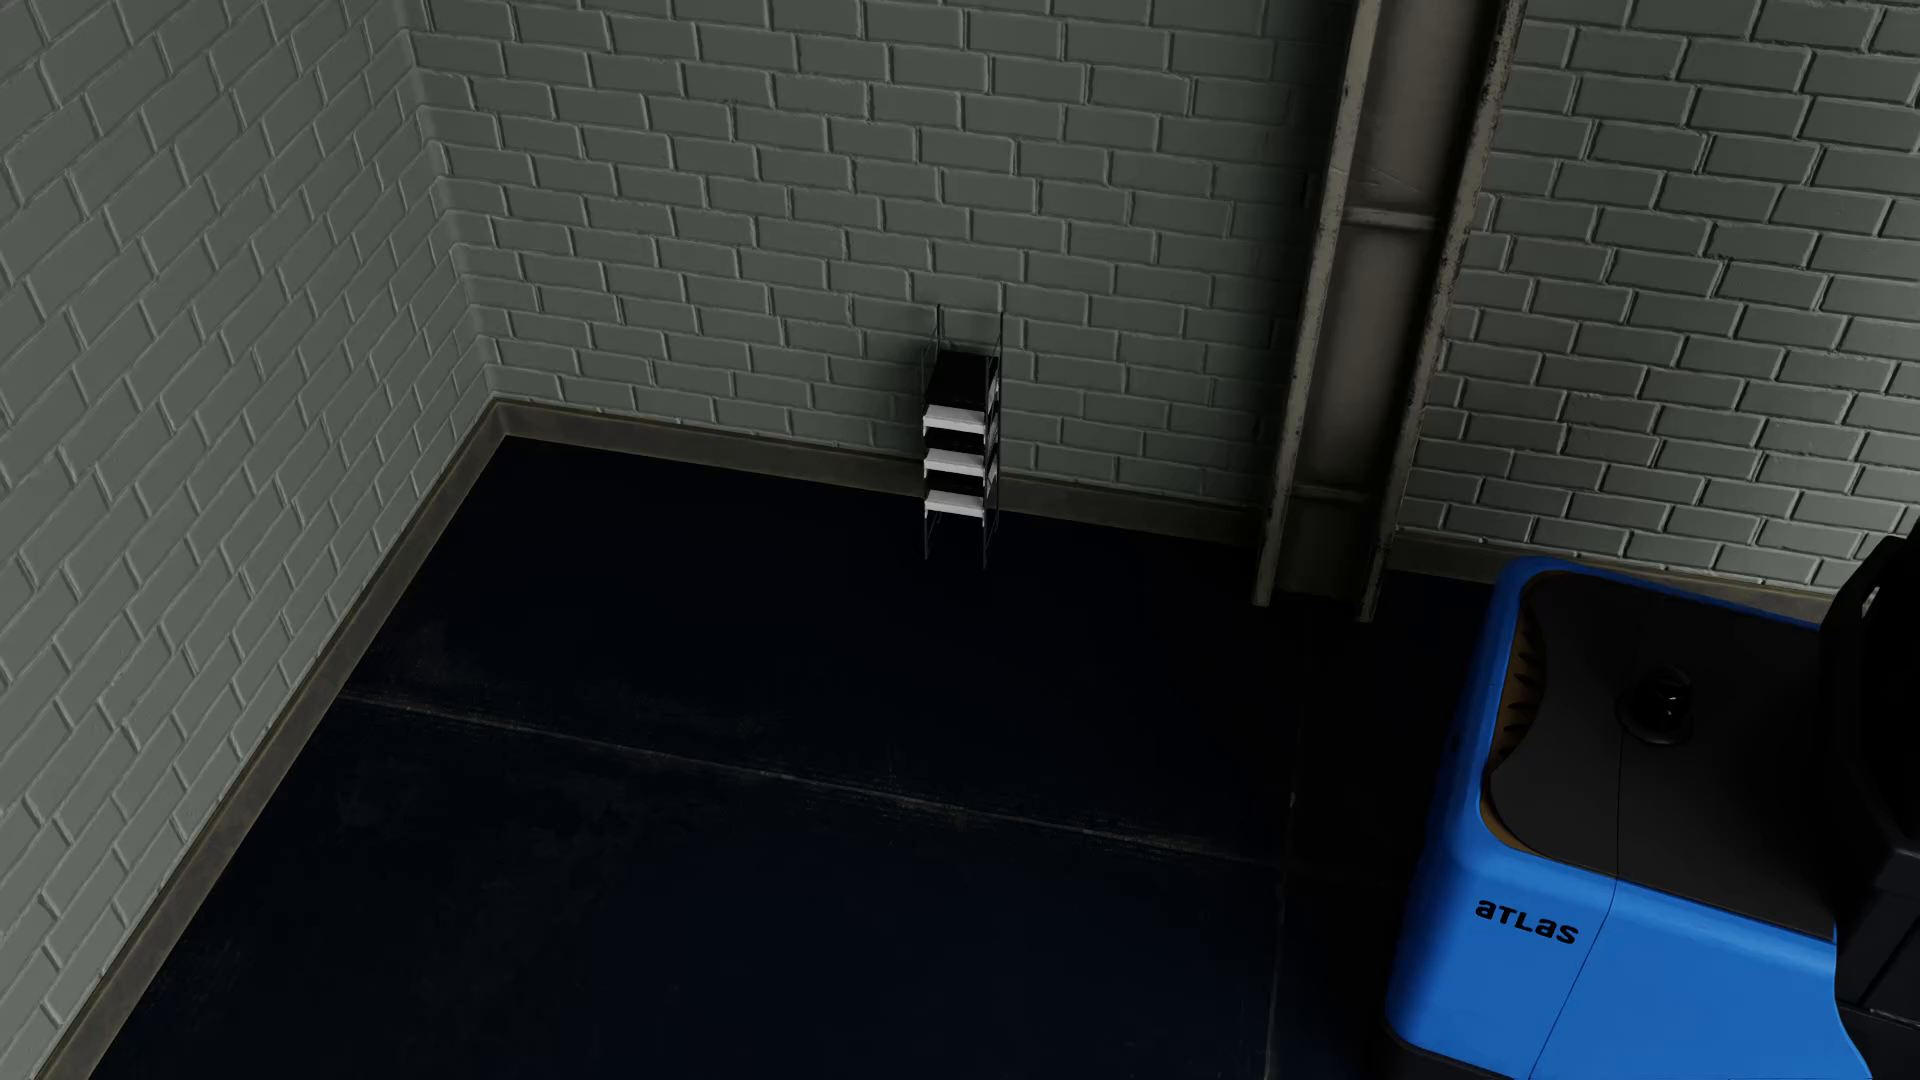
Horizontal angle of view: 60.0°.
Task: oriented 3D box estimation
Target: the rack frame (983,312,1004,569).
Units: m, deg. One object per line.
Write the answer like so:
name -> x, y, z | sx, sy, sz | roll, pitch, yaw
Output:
rack frame -> 0.107, -0.308, 5.421 | 0.006, 0.900, 0.240 | 9, 45, 9

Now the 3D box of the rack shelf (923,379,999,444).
rack shelf -> 0.008, -0.429, 5.335 | 0.200, 0.077, 0.258 | 9, 45, 9

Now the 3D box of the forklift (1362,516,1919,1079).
forklift -> 2.600, 0.421, 3.199 | 3.031, 2.935, 1.130 | 15, 46, 15

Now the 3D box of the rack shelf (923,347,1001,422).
rack shelf -> 0.008, -0.493, 5.273 | 0.200, 0.077, 0.258 | 9, 45, 9

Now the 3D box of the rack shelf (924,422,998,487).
rack shelf -> 0.008, -0.299, 5.460 | 0.200, 0.077, 0.258 | 9, 45, 9

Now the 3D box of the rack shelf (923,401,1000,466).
rack shelf -> 0.008, -0.364, 5.397 | 0.200, 0.077, 0.258 | 9, 45, 9

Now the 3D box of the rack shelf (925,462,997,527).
rack shelf -> 0.008, -0.169, 5.585 | 0.200, 0.077, 0.258 | 9, 45, 9

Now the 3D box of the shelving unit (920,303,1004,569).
shelving unit -> 0.008, -0.323, 5.437 | 0.210, 0.900, 0.258 | 9, 45, 9

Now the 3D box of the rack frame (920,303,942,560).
rack frame -> -0.091, -0.338, 5.453 | 0.006, 0.900, 0.240 | 9, 45, 9

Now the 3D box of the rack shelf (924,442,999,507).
rack shelf -> 0.008, -0.234, 5.522 | 0.200, 0.077, 0.258 | 9, 45, 9
